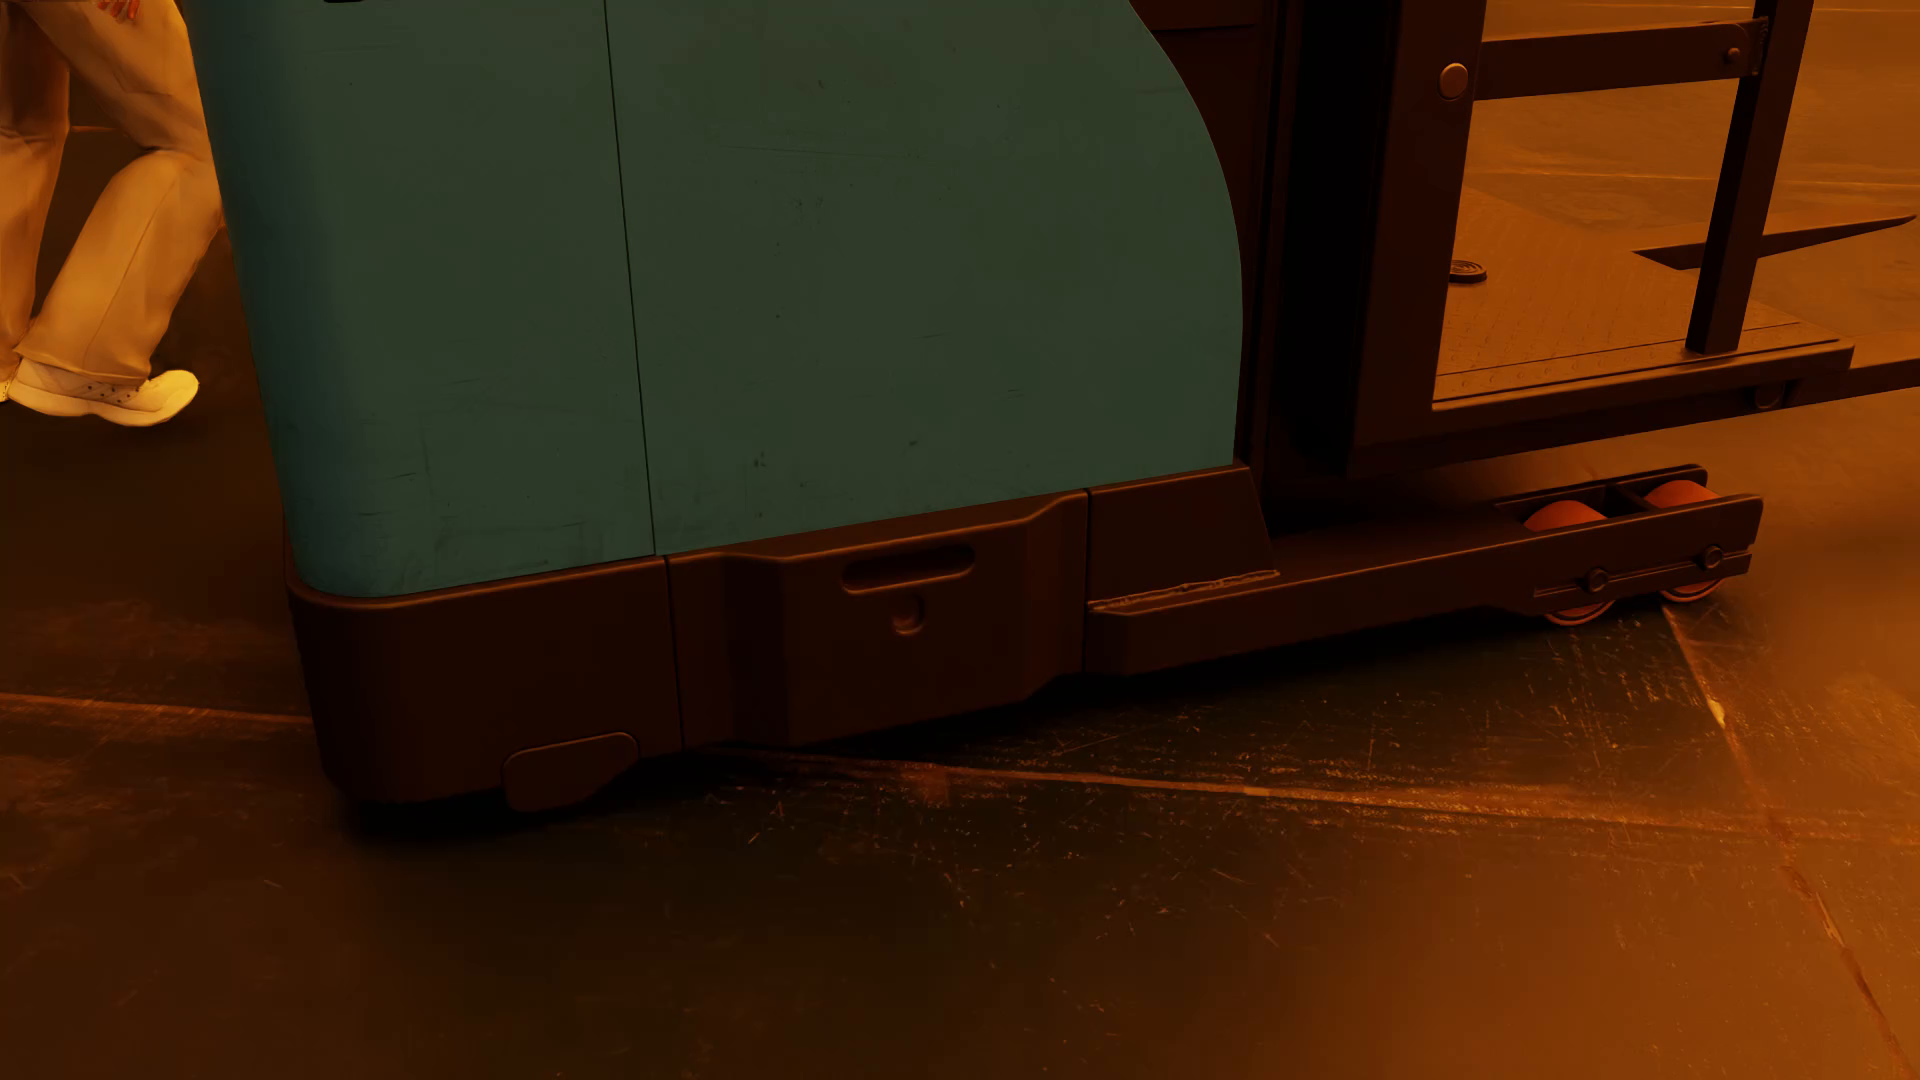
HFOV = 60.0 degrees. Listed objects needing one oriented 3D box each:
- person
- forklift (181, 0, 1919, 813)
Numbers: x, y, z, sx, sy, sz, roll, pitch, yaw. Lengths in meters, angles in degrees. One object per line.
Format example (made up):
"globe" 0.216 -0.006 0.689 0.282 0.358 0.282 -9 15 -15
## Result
"person" -1.528 -0.950 2.630 0.781 1.596 0.484 14 30 26
"forklift" 0.572 -1.406 2.035 3.031 2.935 1.130 -9 28 -18
